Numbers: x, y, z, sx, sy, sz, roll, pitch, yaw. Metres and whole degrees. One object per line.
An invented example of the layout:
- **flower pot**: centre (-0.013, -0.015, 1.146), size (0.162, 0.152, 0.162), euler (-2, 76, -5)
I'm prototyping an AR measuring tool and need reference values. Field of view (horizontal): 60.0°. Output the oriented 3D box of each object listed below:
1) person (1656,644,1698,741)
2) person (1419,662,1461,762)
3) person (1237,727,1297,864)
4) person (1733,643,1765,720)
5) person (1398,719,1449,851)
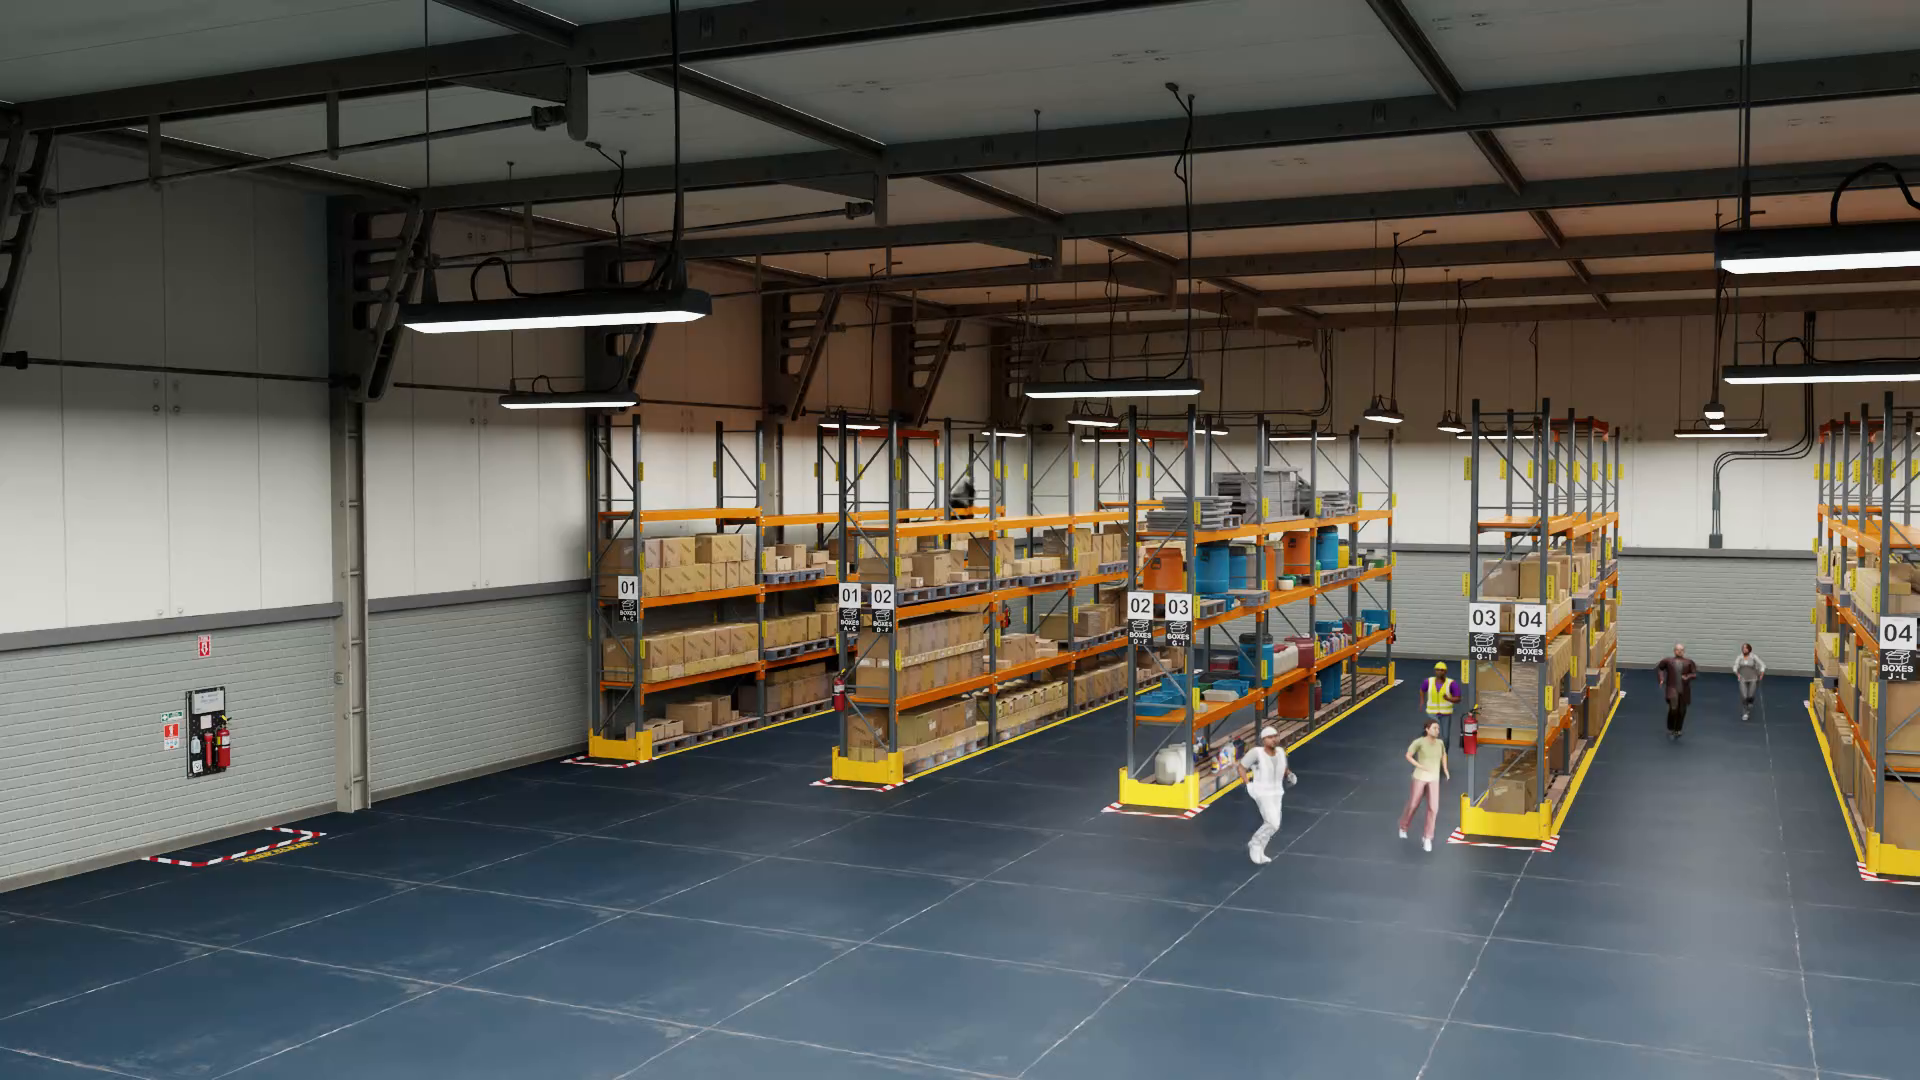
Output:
- **person**: centre (13.391, 2.843, 31.029), size (0.673, 1.800, 0.773), euler (1, 2, 13)
- **person**: centre (8.076, 2.949, 27.992), size (0.682, 1.803, 0.879), euler (1, 2, 19)
- **person**: centre (3.957, 3.246, 21.111), size (0.657, 1.748, 0.630), euler (-1, 3, -31)
- **person**: centre (15.883, 2.864, 33.528), size (0.560, 1.542, 0.604), euler (2, 3, 34)
- **person**: centre (6.282, 3.245, 22.312), size (0.633, 1.694, 0.804), euler (0, 2, -6)
